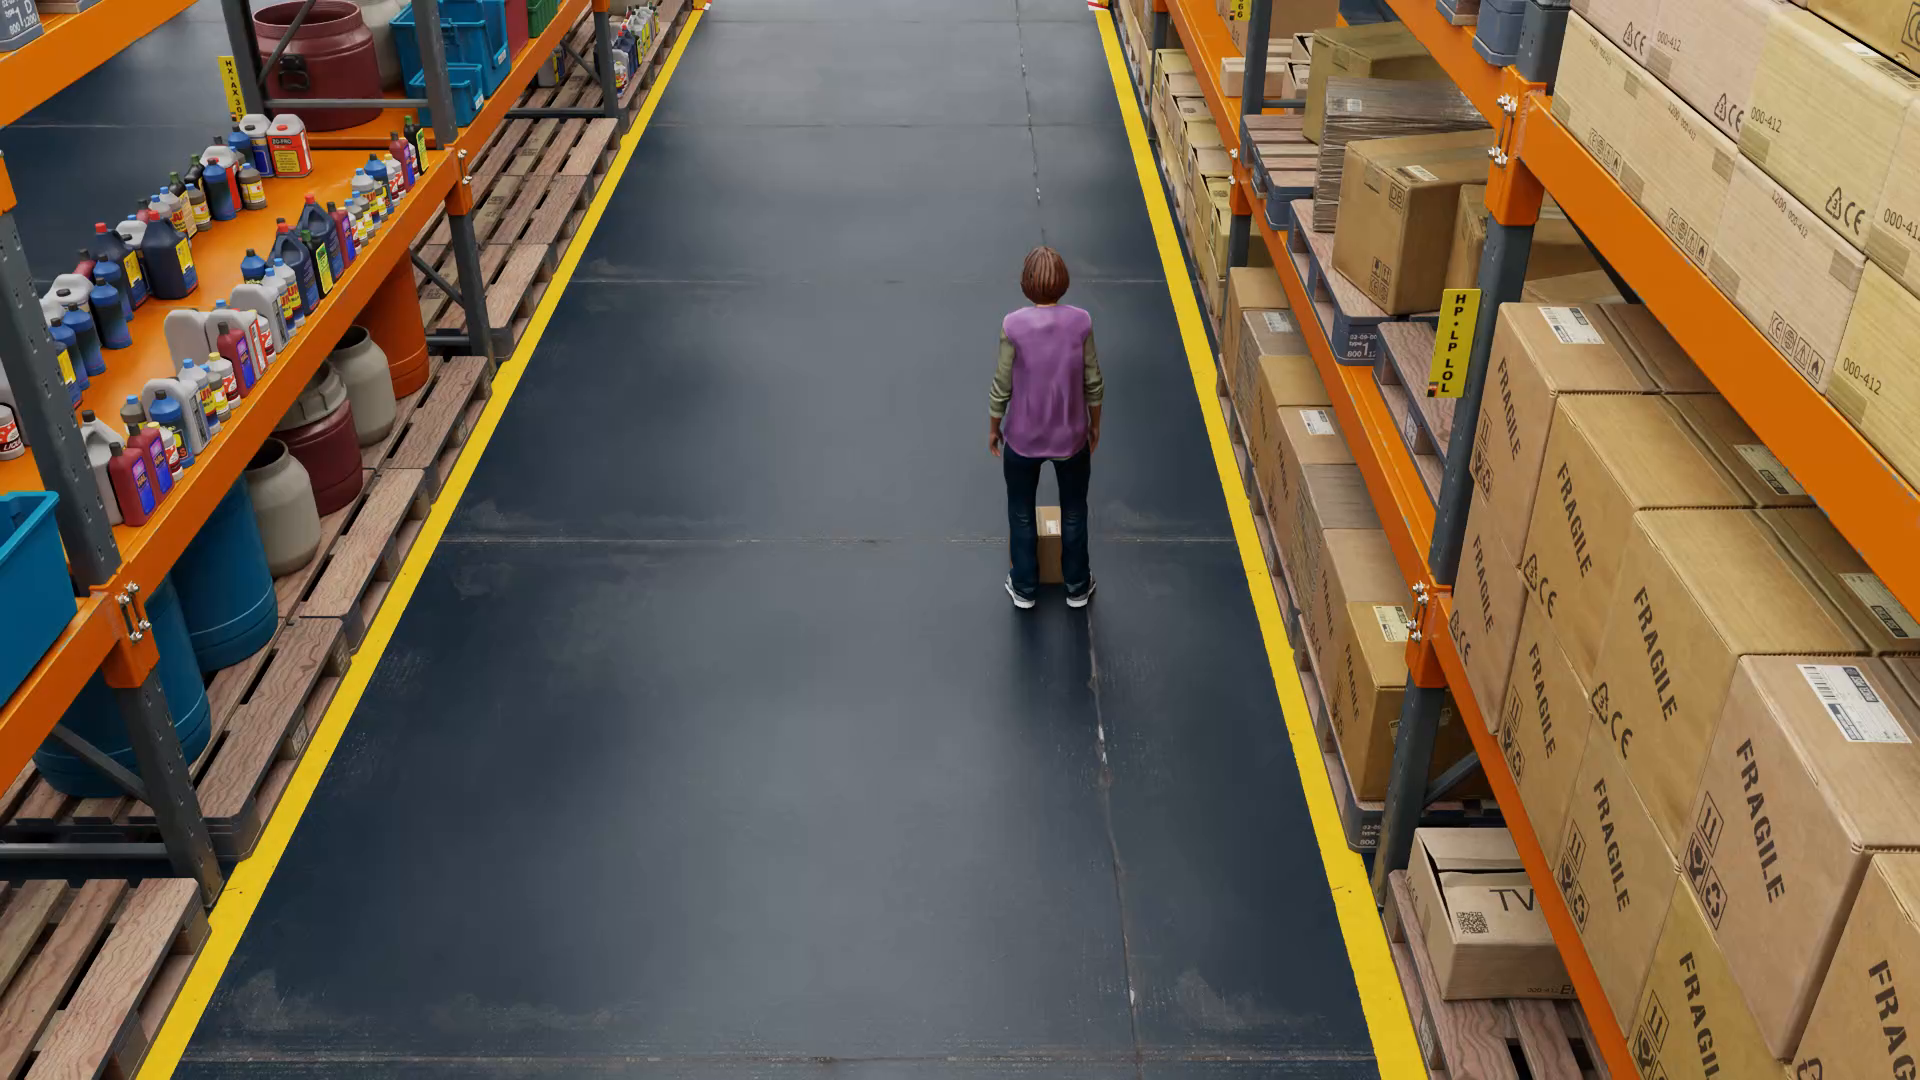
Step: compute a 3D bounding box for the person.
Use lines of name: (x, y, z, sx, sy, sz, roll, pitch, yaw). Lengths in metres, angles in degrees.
person: (0.356, -0.325, 6.893, 0.484, 1.352, 0.322, -2, 32, -3)
